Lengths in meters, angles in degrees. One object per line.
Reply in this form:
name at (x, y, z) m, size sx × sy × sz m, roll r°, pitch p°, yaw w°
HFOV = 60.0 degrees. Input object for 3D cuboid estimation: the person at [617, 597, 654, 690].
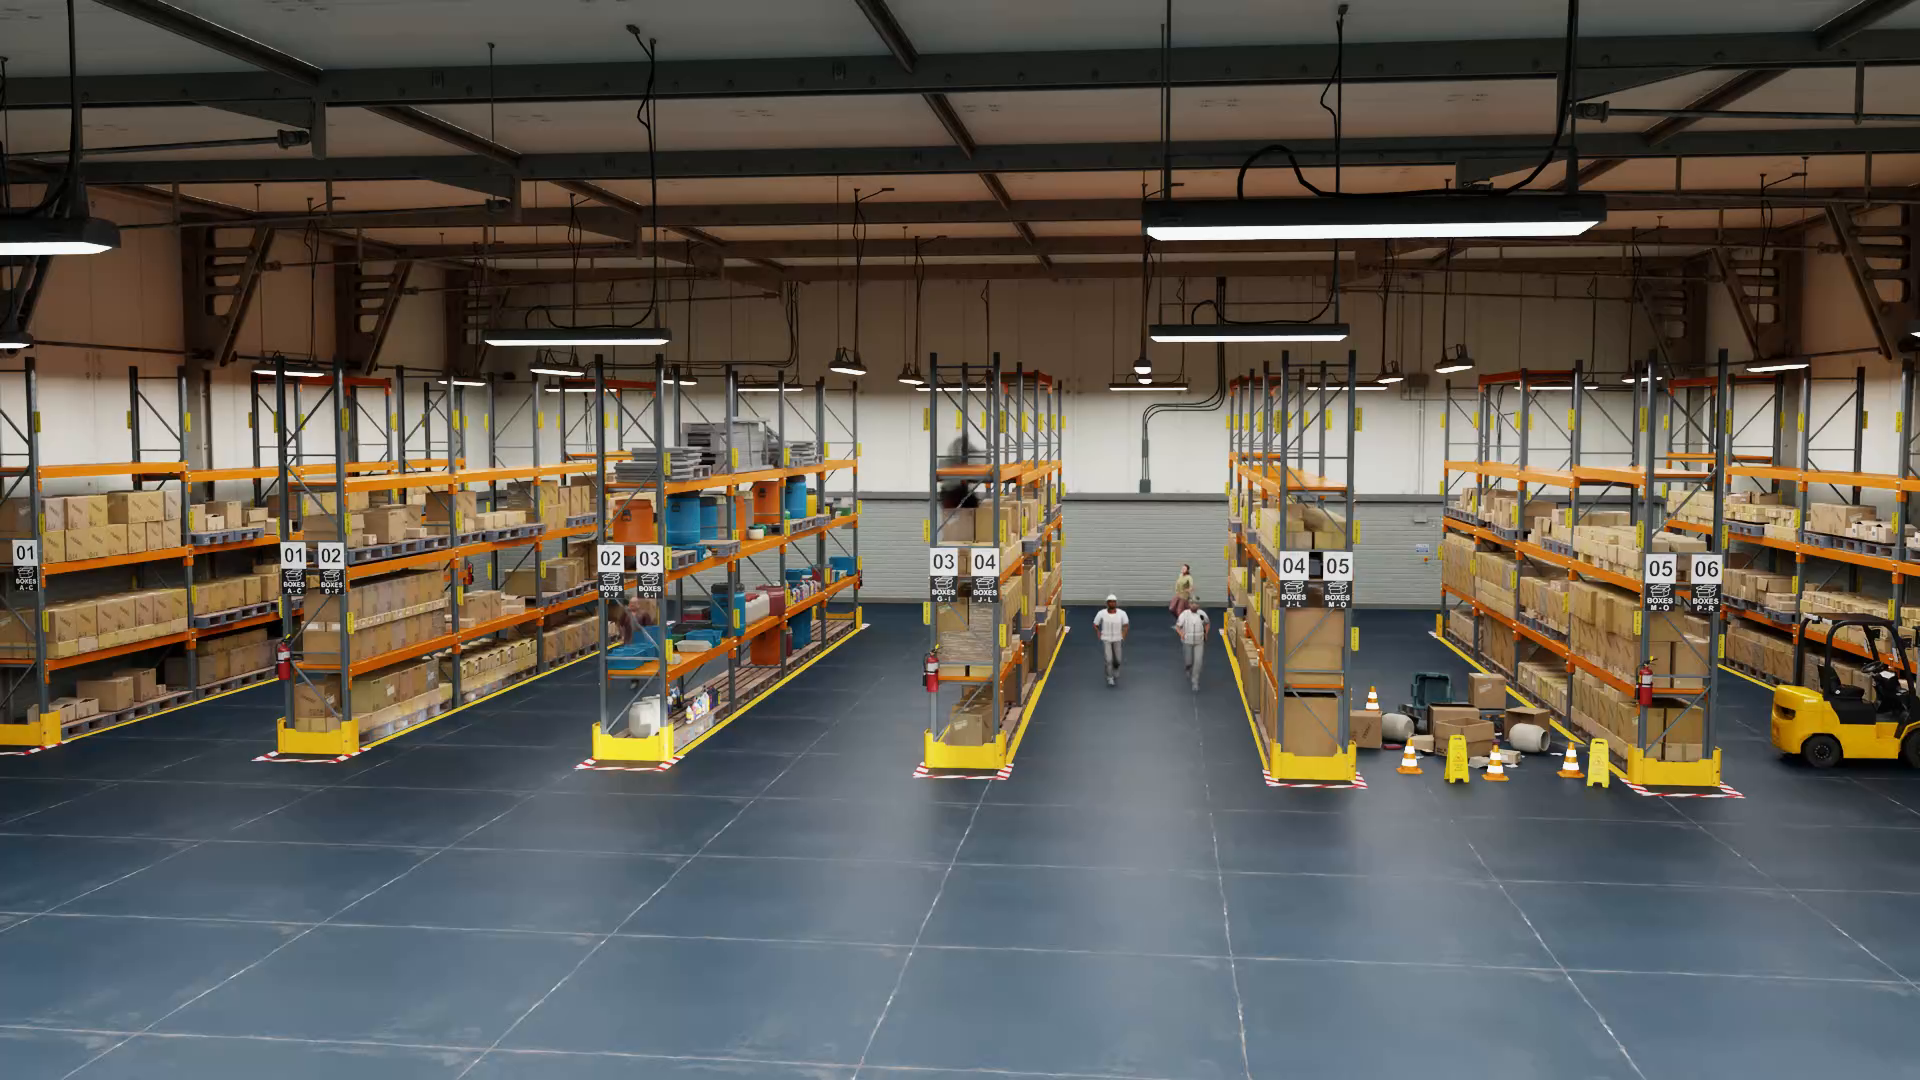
person at (-6.123, 1.927, 31.411) m, size 0.694 × 1.730 × 0.694 m, roll 0°, pitch 4°, yaw 2°

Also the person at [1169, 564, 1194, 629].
person at (5.359, 1.366, 40.077) m, size 0.523 × 1.597 × 0.655 m, roll -4°, pitch 6°, yaw -44°

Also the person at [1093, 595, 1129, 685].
person at (2.886, 1.898, 31.754) m, size 0.700 × 1.719 × 0.625 m, roll 0°, pitch 4°, yaw 0°

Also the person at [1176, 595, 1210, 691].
person at (4.411, 1.920, 31.417) m, size 0.663 × 1.772 × 0.816 m, roll 0°, pitch 4°, yaw 2°
